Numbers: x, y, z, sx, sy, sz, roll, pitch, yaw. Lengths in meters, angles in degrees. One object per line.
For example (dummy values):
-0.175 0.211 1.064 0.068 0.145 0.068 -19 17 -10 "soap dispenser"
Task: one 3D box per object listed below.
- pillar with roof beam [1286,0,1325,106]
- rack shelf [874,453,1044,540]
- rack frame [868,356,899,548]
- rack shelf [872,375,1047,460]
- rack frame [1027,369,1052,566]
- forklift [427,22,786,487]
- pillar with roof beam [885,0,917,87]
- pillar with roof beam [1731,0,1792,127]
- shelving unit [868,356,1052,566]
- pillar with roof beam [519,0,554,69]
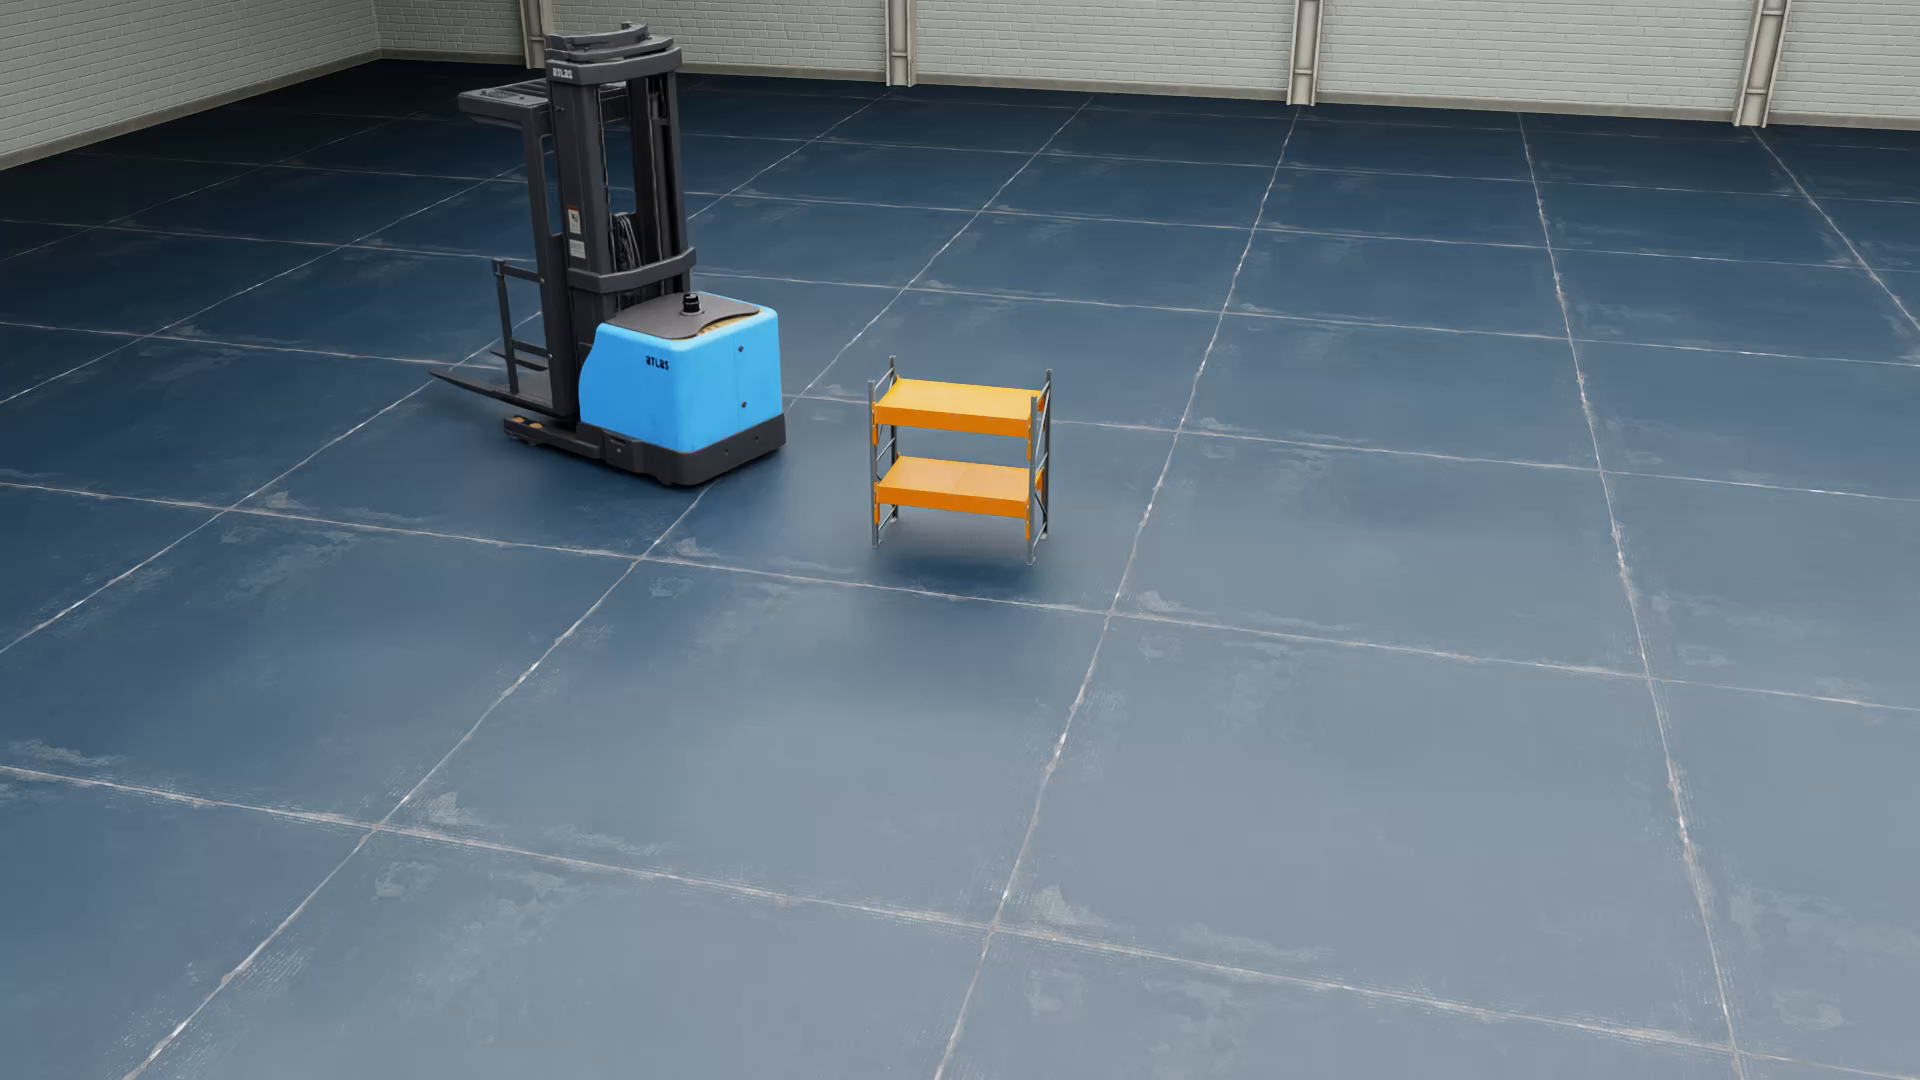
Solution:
3.846 -8.570 18.282 0.400 9.000 9.100 6 26 13 "pillar with roof beam"
0.007 -0.286 10.612 1.000 0.278 0.538 6 26 13 "rack shelf"
-0.486 -0.562 10.621 0.032 1.125 0.500 6 26 13 "rack frame"
0.007 -0.771 10.381 1.000 0.278 0.538 6 26 13 "rack shelf"
0.499 -0.453 10.392 0.032 1.125 0.500 6 26 13 "rack frame"
-2.754 -2.179 11.916 3.031 2.935 1.130 17 31 32 "forklift"
-1.965 -9.212 19.632 0.400 9.000 9.100 6 26 13 "pillar with roof beam"
9.657 -7.928 16.933 0.400 9.000 9.100 6 26 13 "pillar with roof beam"
0.007 -0.507 10.507 1.048 1.125 0.538 6 26 13 "shelving unit"
-7.776 -9.855 20.981 0.400 9.000 9.100 6 26 13 "pillar with roof beam"
